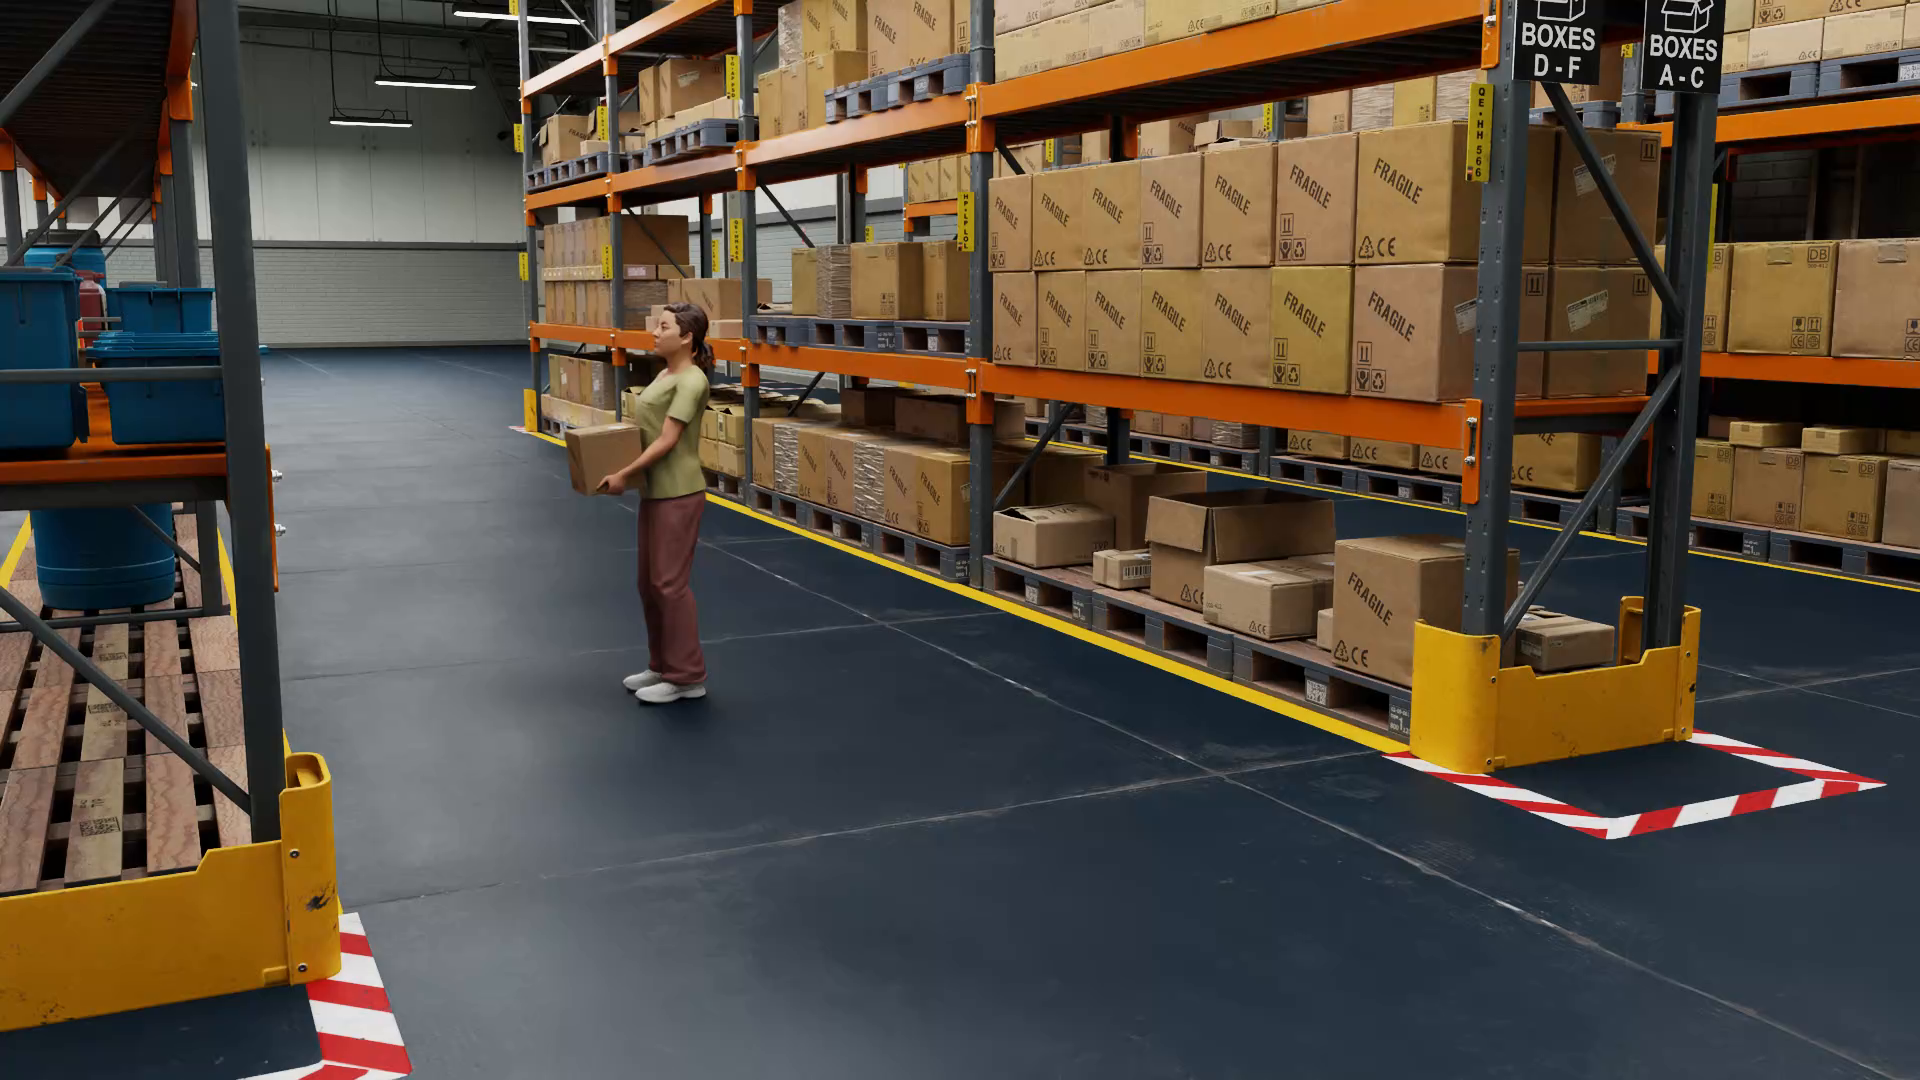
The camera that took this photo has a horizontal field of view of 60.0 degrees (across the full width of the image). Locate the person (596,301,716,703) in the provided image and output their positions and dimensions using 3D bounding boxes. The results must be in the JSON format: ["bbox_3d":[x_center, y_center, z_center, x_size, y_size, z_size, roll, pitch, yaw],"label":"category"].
[{"bbox_3d":[-1.275,-0.162,6.957,0.552,1.662,0.428,-4,10,-26],"label":"person"}]
